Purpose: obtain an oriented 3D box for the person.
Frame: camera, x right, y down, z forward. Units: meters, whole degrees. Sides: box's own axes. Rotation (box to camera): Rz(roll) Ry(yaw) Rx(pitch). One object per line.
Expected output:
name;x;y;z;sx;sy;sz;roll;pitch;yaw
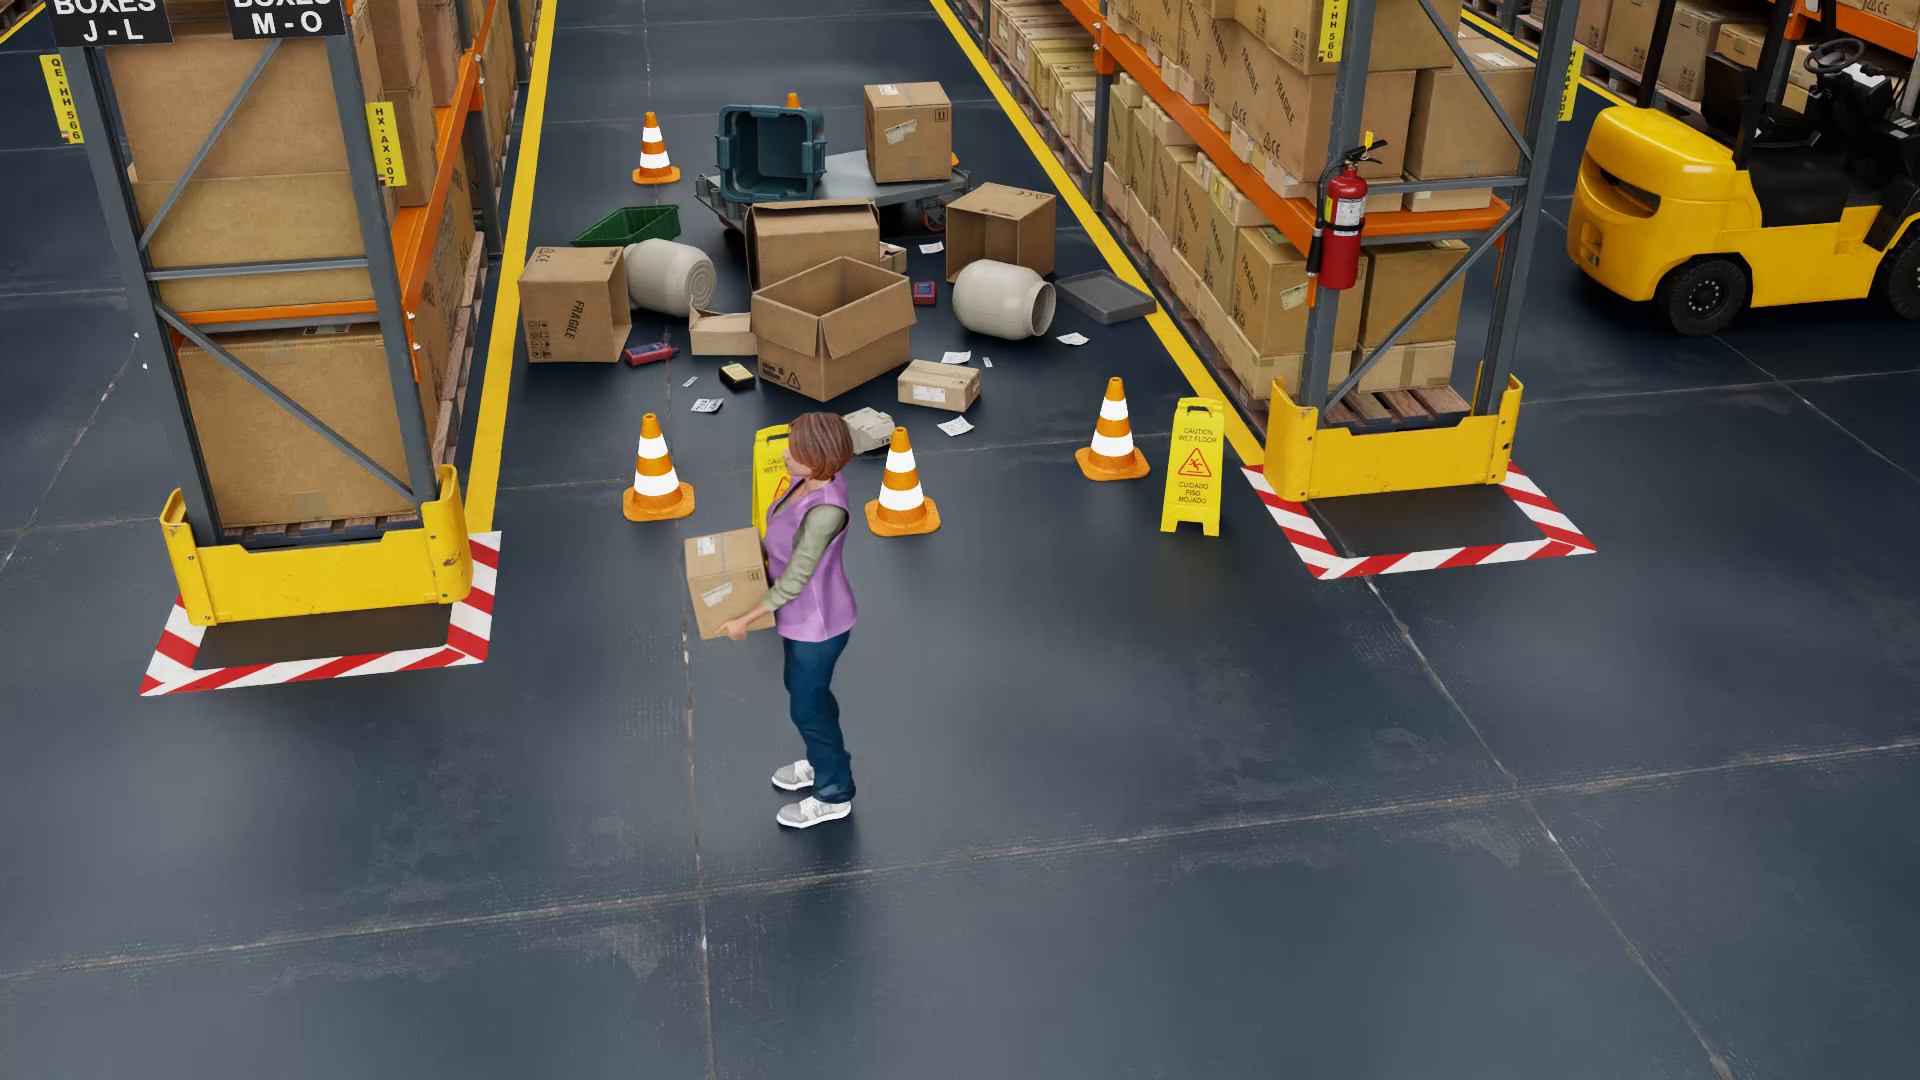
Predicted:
person;-0.589;0.281;5.683;0.495;1.589;0.405;-5;31;-8
